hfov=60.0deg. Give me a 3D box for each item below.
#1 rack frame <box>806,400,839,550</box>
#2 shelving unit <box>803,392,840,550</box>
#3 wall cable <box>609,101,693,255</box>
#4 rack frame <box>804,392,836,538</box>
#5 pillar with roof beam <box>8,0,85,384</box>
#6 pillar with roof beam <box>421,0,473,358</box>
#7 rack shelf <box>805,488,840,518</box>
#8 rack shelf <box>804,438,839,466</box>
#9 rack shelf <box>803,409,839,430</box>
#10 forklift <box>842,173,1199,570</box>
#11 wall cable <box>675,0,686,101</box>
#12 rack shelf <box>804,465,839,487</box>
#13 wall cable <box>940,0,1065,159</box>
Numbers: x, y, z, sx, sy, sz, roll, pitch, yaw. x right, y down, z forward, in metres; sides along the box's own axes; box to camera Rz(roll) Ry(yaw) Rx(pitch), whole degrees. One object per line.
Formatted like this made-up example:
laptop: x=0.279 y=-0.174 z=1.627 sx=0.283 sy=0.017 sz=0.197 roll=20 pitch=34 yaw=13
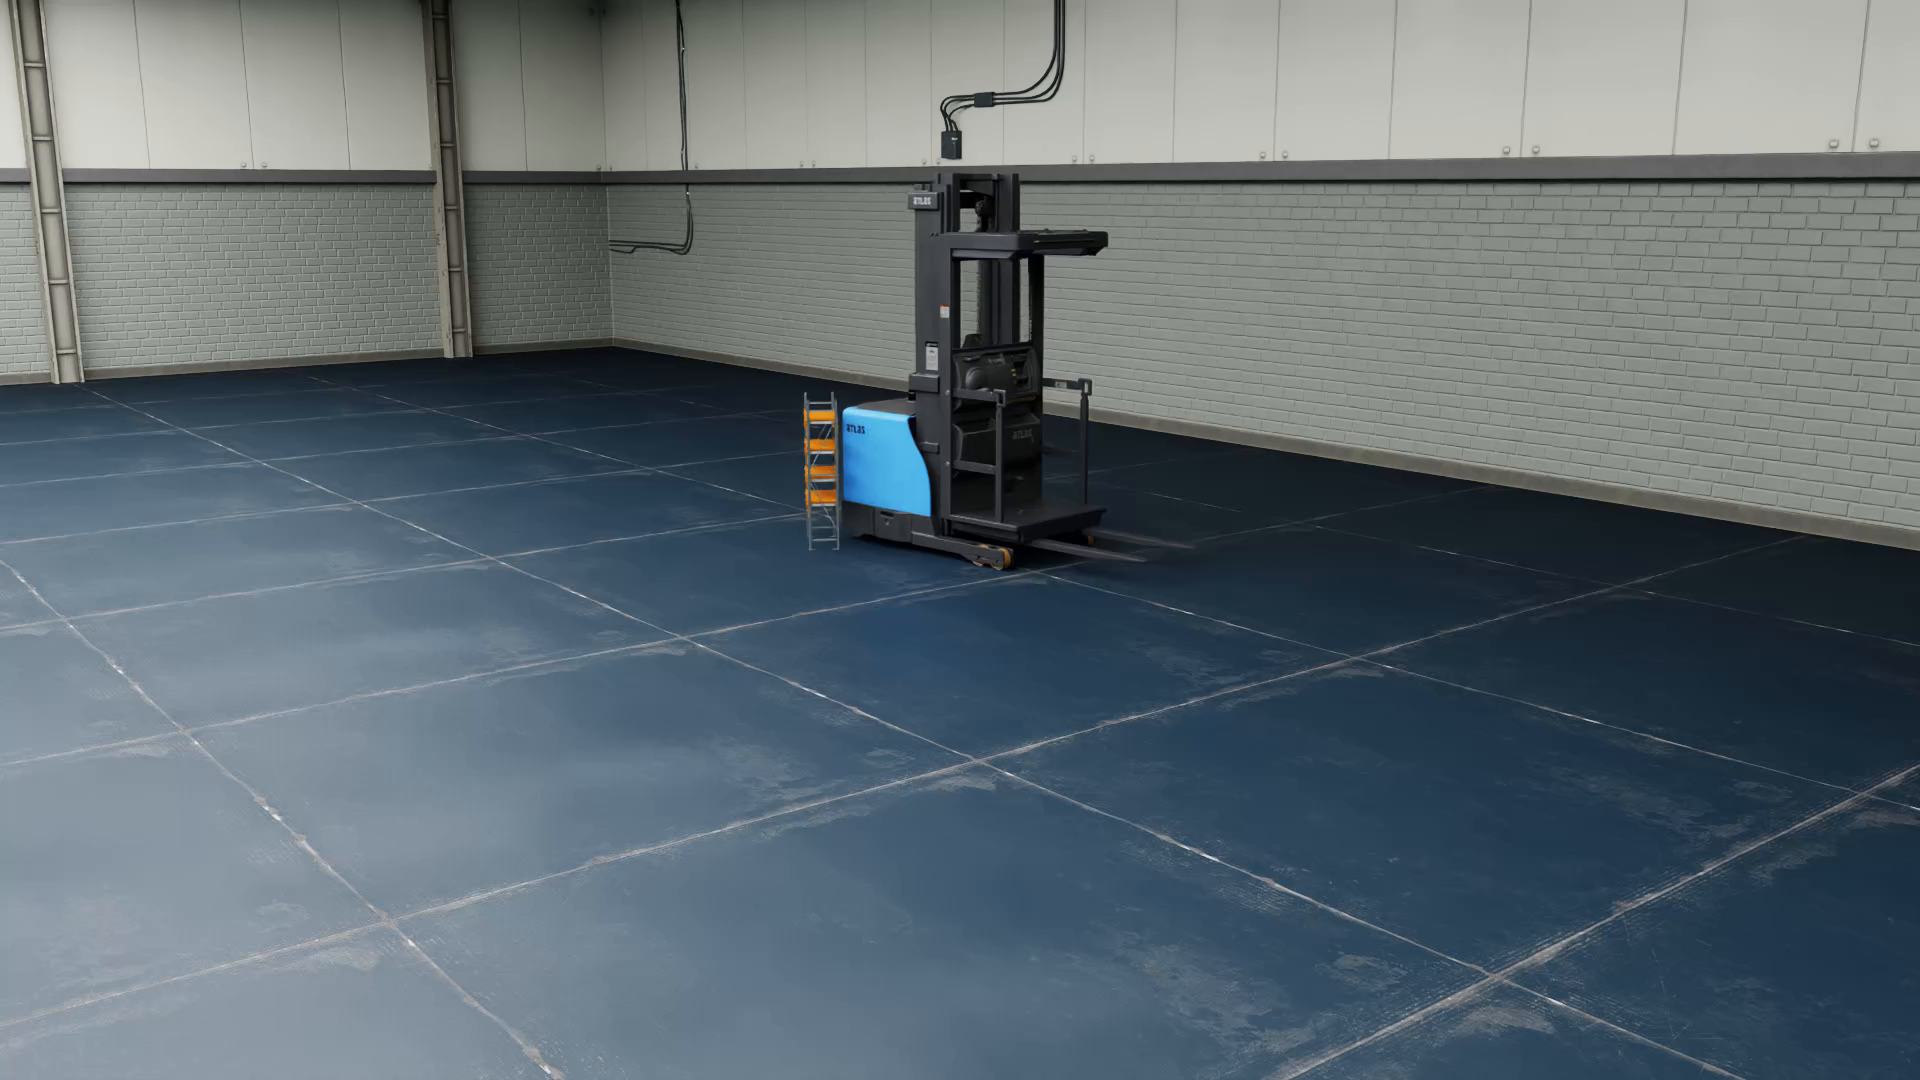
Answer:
rack frame: x=-1.081 y=-0.508 z=13.134 sx=0.240 sy=1.200 sz=0.015 roll=-2 pitch=12 yaw=-7
shelving unit: x=-1.113 y=-0.559 z=13.371 sx=0.258 sy=1.200 sz=0.503 roll=-2 pitch=12 yaw=-7
wall cable: x=-5.420 y=-6.174 z=28.515 sx=0.112 sy=2.526 sz=3.097 roll=-9 pitch=15 yaw=-38
rack frame: x=-1.144 y=-0.609 z=13.608 sx=0.240 sy=1.200 sz=0.015 roll=-2 pitch=12 yaw=-7
pillar with roof beam: x=-10.542 y=-6.048 z=20.447 sx=0.400 sy=9.000 sz=9.100 roll=-9 pitch=15 yaw=-38
pillar with roof beam: x=-5.857 y=-6.827 z=24.114 sx=0.400 sy=9.000 sz=9.100 roll=-9 pitch=15 yaw=-38
rack shelf: x=-1.113 y=-0.299 z=13.426 sx=0.258 sy=0.148 sz=0.480 roll=-2 pitch=12 yaw=-7
rack shelf: x=-1.113 y=-0.712 z=13.339 sx=0.258 sy=0.148 sz=0.480 roll=-2 pitch=12 yaw=-7
rack shelf: x=-1.113 y=-0.943 z=13.290 sx=0.258 sy=0.148 sz=0.480 roll=-2 pitch=12 yaw=-7
forklift: x=0.445 y=-1.327 z=12.821 sx=3.031 sy=2.935 sz=1.130 roll=11 pitch=16 yaw=42
wall cable: x=-3.730 y=-8.206 z=25.924 sx=0.112 sy=2.526 sz=3.097 roll=-9 pitch=15 yaw=-38
rack shelf: x=-1.113 y=-0.493 z=13.385 sx=0.258 sy=0.148 sz=0.480 roll=-2 pitch=12 yaw=-7
wall cable: x=0.498 y=-7.814 z=20.578 sx=0.169 sy=6.003 sz=2.305 roll=-9 pitch=15 yaw=-38
